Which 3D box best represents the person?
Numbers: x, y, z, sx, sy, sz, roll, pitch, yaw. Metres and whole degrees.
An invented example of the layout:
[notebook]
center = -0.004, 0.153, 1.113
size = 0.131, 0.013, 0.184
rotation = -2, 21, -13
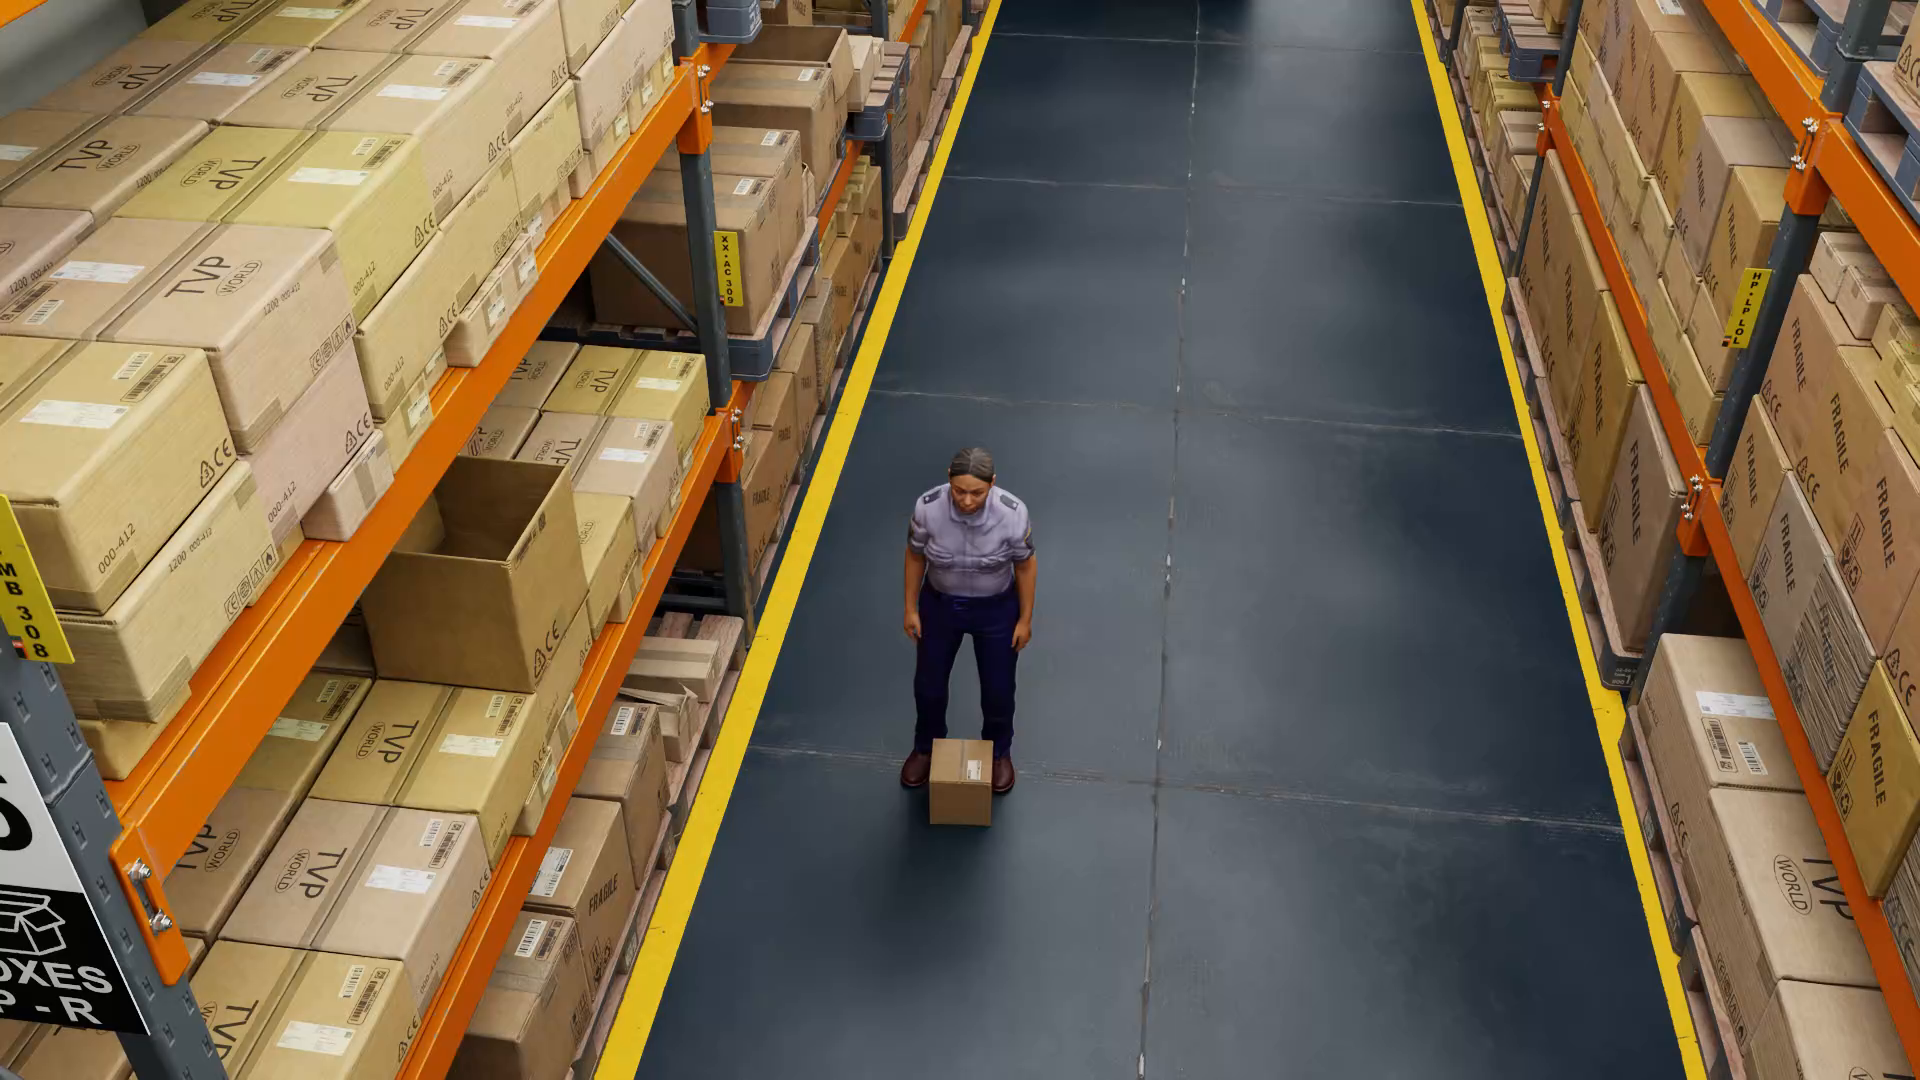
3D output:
[person]
center = 0.030, 0.297, 6.643
size = 0.538, 1.648, 0.371
rotation = 5, 37, 6
